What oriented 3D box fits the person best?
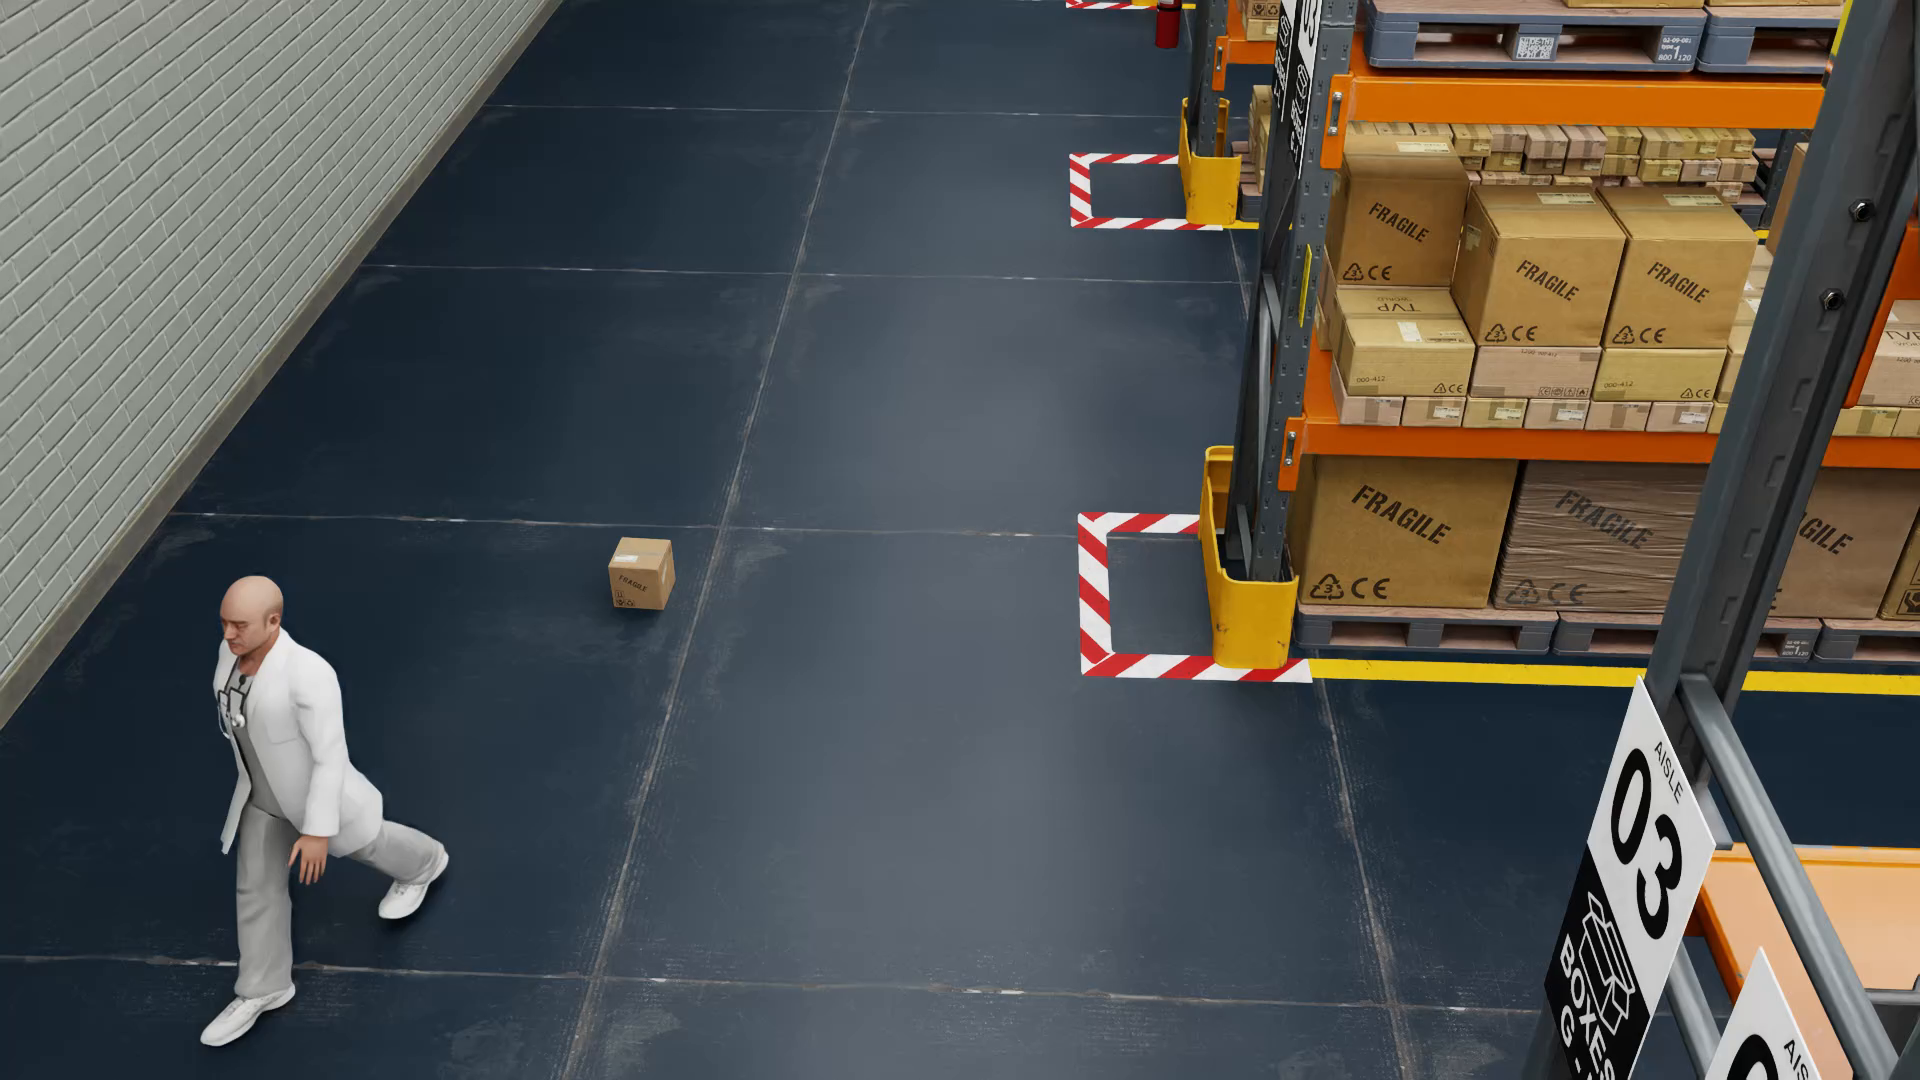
[{"bbox_3d":[-2.350,0.897,5.859,0.616,1.727,1.111,15,38,20],"label":"person"}]
